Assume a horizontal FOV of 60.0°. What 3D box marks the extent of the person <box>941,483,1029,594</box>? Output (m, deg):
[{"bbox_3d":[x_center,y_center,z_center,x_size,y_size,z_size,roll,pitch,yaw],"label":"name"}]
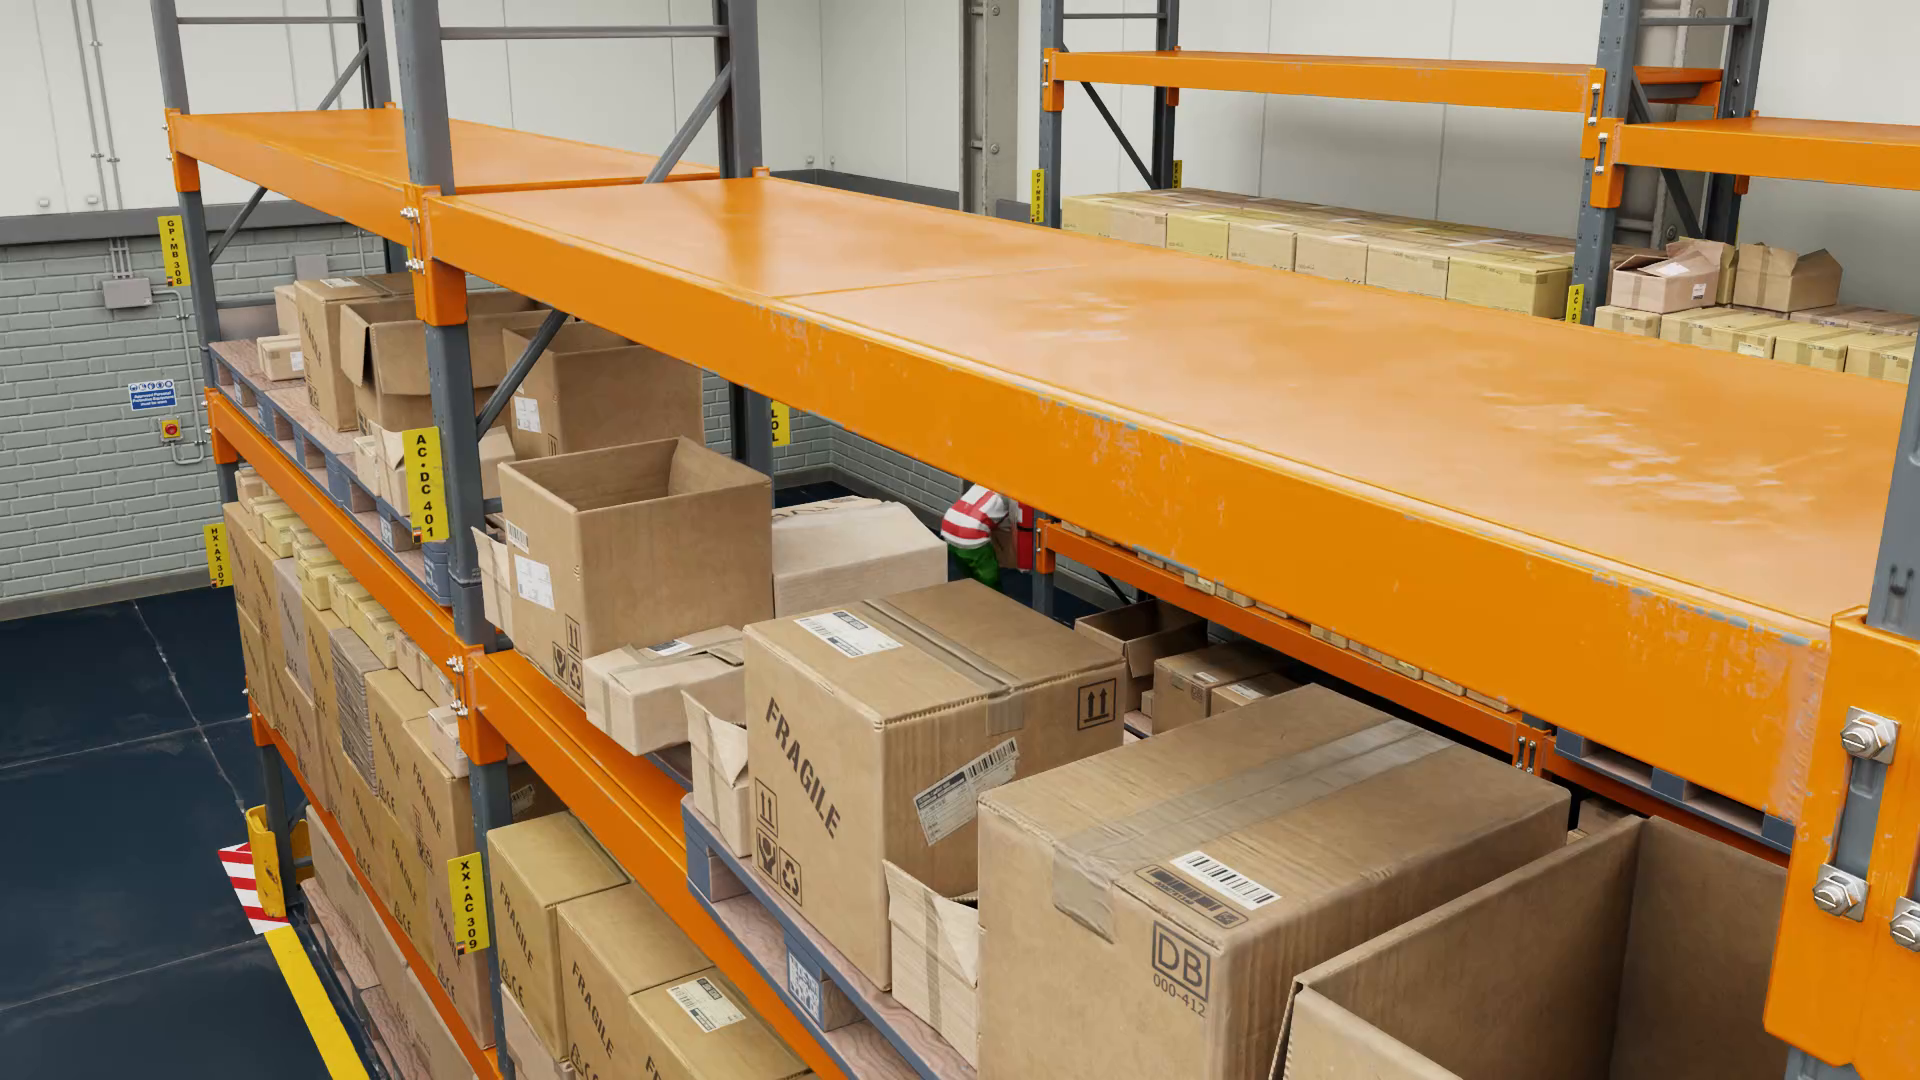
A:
[{"bbox_3d":[0.258,0.058,12.255,0.822,1.528,0.493,-11,21,-30],"label":"person"}]
